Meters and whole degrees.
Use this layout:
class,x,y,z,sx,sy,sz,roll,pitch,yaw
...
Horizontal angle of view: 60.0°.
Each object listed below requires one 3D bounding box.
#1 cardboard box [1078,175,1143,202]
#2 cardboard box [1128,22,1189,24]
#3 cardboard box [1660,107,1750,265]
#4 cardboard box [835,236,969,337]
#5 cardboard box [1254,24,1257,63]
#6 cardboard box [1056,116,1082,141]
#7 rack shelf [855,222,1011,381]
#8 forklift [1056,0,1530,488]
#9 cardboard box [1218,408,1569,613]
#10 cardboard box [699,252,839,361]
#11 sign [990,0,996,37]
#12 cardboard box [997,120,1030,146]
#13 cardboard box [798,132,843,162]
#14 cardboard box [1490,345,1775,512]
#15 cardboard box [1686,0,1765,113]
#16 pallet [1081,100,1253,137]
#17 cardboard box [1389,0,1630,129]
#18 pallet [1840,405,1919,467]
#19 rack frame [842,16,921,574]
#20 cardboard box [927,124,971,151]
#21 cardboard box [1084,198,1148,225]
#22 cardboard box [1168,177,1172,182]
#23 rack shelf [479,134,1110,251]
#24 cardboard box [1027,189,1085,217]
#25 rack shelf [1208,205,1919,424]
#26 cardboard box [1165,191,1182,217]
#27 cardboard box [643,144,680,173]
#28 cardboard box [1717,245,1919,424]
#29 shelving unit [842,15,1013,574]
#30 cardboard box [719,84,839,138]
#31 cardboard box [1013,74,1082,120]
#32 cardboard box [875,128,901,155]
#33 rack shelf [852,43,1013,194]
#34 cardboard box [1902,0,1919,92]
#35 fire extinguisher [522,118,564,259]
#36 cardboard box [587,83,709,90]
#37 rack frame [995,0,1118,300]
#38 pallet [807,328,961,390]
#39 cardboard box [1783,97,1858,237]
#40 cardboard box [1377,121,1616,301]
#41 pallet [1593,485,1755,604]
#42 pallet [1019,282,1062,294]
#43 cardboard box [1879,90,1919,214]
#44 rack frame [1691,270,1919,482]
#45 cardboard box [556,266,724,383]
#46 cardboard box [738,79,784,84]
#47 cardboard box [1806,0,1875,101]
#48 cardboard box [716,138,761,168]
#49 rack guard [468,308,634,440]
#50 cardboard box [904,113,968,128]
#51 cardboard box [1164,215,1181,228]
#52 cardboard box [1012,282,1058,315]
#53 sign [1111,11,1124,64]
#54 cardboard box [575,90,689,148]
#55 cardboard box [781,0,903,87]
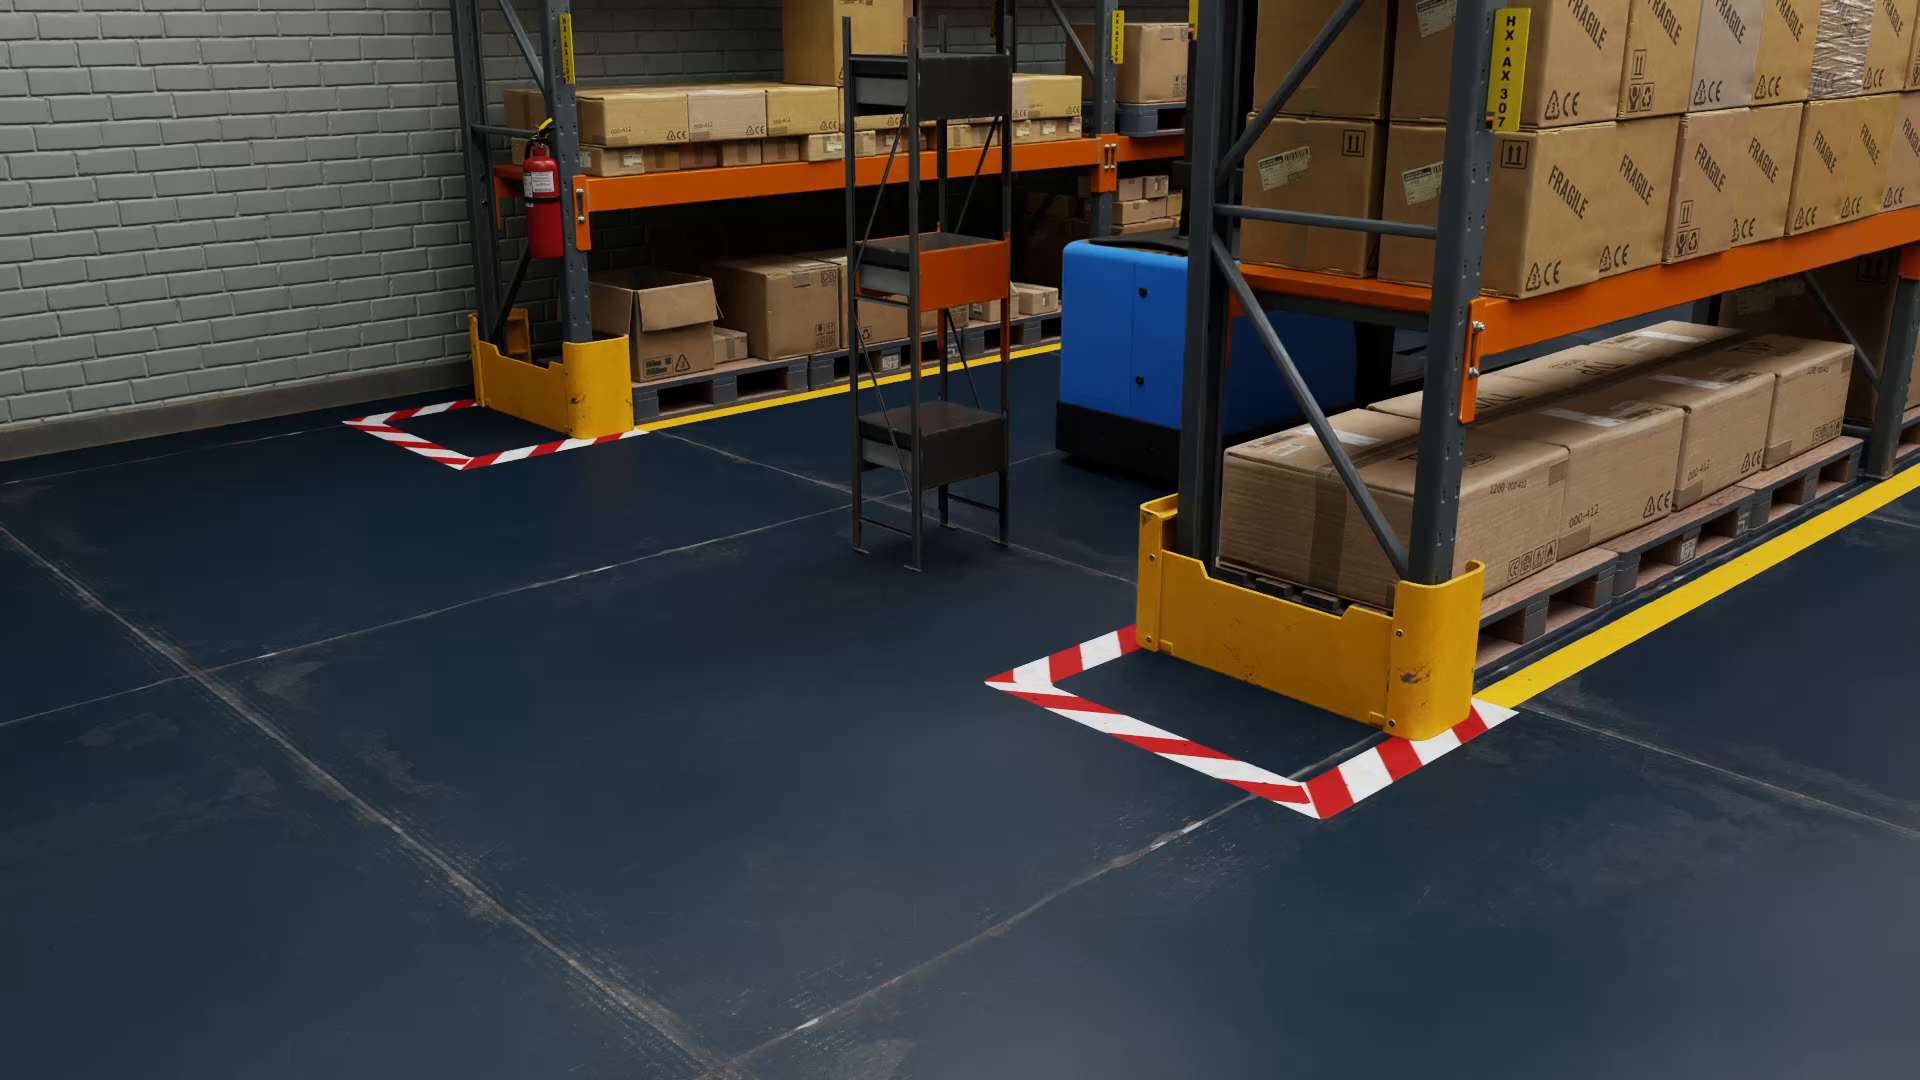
class,x,y,z,sx,sy,sz,roll,pitch,yaw
cardboard box,1.032,-2.425,11.440,0.250,0.149,0.380,-17,24,-42
cardboard box,1.511,-3.344,11.592,0.500,0.500,0.700,-16,24,-40
cardboard box,2.413,-1.278,5.900,0.500,0.500,0.500,-16,24,-41
cardboard box,-0.365,-1.599,10.423,0.700,0.500,0.500,17,24,42
cardboard box,2.081,-3.510,12.105,0.500,0.500,0.700,-16,24,-41
cardboard box,0.572,-2.691,10.828,0.250,0.149,0.380,-16,24,-40
rack shelf,-0.120,-0.951,6.557,0.480,0.518,0.431,-16,24,-41
forklift,1.898,-1.978,8.334,3.031,2.935,1.130,-16,24,-40
cardboard box,1.547,-0.119,5.961,0.875,0.438,0.875,17,24,42
cardboard box,-1.119,-1.379,9.745,0.500,0.500,0.700,-15,23,-39
sign,0.246,-3.609,11.375,0.005,0.325,0.100,-16,24,-41
cardboard box,0.225,-2.570,10.456,0.250,0.149,0.380,-15,24,-39
cardboard box,-0.879,-2.238,9.430,0.380,0.149,0.250,17,25,42
cardboard box,2.863,-0.505,7.153,0.875,0.438,0.875,17,25,42
cardboard box,2.420,-1.758,5.761,0.500,0.500,0.500,-16,24,-41
pallet,1.285,-2.988,11.649,1.213,0.211,1.003,-16,24,-41
cardboard box,1.681,-1.537,5.077,0.500,0.500,0.500,-17,25,-42
pallet,4.552,-0.677,8.730,1.213,0.211,1.003,-16,24,-41
rack frame,-0.298,-0.912,6.393,0.015,2.100,0.400,-16,24,-41
cardboard box,-0.150,-2.461,10.117,0.250,0.149,0.380,-17,24,-42
cardboard box,1.073,-2.270,11.444,0.250,0.149,0.380,-15,23,-38
cardboard box,1.610,-2.680,12.708,0.250,0.149,0.380,-16,24,-40
rack shelf,-0.824,-2.169,9.976,4.000,0.370,1.077,-16,24,-41
cardboard box,0.699,-2.397,11.833,0.380,0.149,0.250,17,24,42
rack shelf,2.589,-1.057,6.548,4.000,0.370,1.077,-16,24,-41
cardboard box,1.400,-2.403,11.854,0.380,0.149,0.250,16,24,41
cardboard box,-1.696,-2.040,8.820,0.250,0.149,0.380,-15,24,-39
cardboard box,4.438,-1.161,8.467,0.875,0.875,0.875,-15,23,-39
shelving unit,-0.120,-0.964,6.553,0.503,2.100,0.431,-16,24,-41
cardboard box,-1.030,-2.408,9.309,0.500,0.250,0.500,-17,24,-42
cardboard box,0.427,-2.842,10.648,0.500,0.250,0.500,-15,24,-39
cardboard box,-0.562,-2.368,9.832,0.250,0.149,0.380,-16,24,-41
rack shelf,-0.120,-1.617,6.341,0.480,0.518,0.431,-16,24,-41
cardboard box,3.890,-2.184,7.075,0.500,0.500,0.500,-17,24,-41
fire extinguisher,-2.066,-1.738,8.212,0.183,0.674,0.296,-16,24,-41
cardboard box,-1.749,-2.423,9.356,0.500,0.250,0.500,-16,24,-41
rack frame,0.630,-2.935,11.172,0.127,3.000,1.000,-16,24,-41
pallet,-0.757,-1.203,10.353,1.213,0.211,1.003,-16,24,-41
cardboard box,3.156,-1.495,6.570,0.500,0.500,0.500,-17,24,-42
cardboard box,1.682,-1.060,5.230,0.500,0.500,0.500,-17,24,-41
pallet,2.550,-0.093,6.930,1.213,0.211,1.003,-16,24,-41
pallet,1.195,-1.789,12.160,1.213,0.211,1.003,-16,24,-41
cardboard box,3.881,-1.715,7.249,0.500,0.500,0.500,-16,24,-40
rack frame,4.043,-1.823,7.744,0.127,3.000,1.000,-16,24,-41
cardboard box,-1.767,-1.208,9.213,0.797,0.503,0.637,17,24,42
cardboard box,-1.006,-2.638,10.018,0.500,0.250,0.500,-16,24,-41
cardboard box,3.152,-1.969,6.410,0.500,0.500,0.500,-16,24,-40
cardboard box,-1.304,-2.143,9.139,0.250,0.149,0.380,-15,23,-39
rack guard,-2.222,-0.914,8.993,0.348,0.500,1.175,-16,24,-41
cardboard box,-0.298,-2.630,9.994,0.500,0.250,0.500,-16,24,-41
cardboard box,1.516,-2.112,12.009,0.500,0.500,0.500,-17,24,-42
cardboard box,0.427,-1.594,10.980,0.380,0.149,0.250,17,25,42
sign,1.008,-3.226,10.669,0.005,0.325,0.100,-16,24,-41
cardboard box,-1.762,-2.193,8.646,0.500,0.250,0.500,-16,24,-41
cardboard box,-0.672,-2.868,9.511,0.500,0.500,0.500,-15,24,-39
